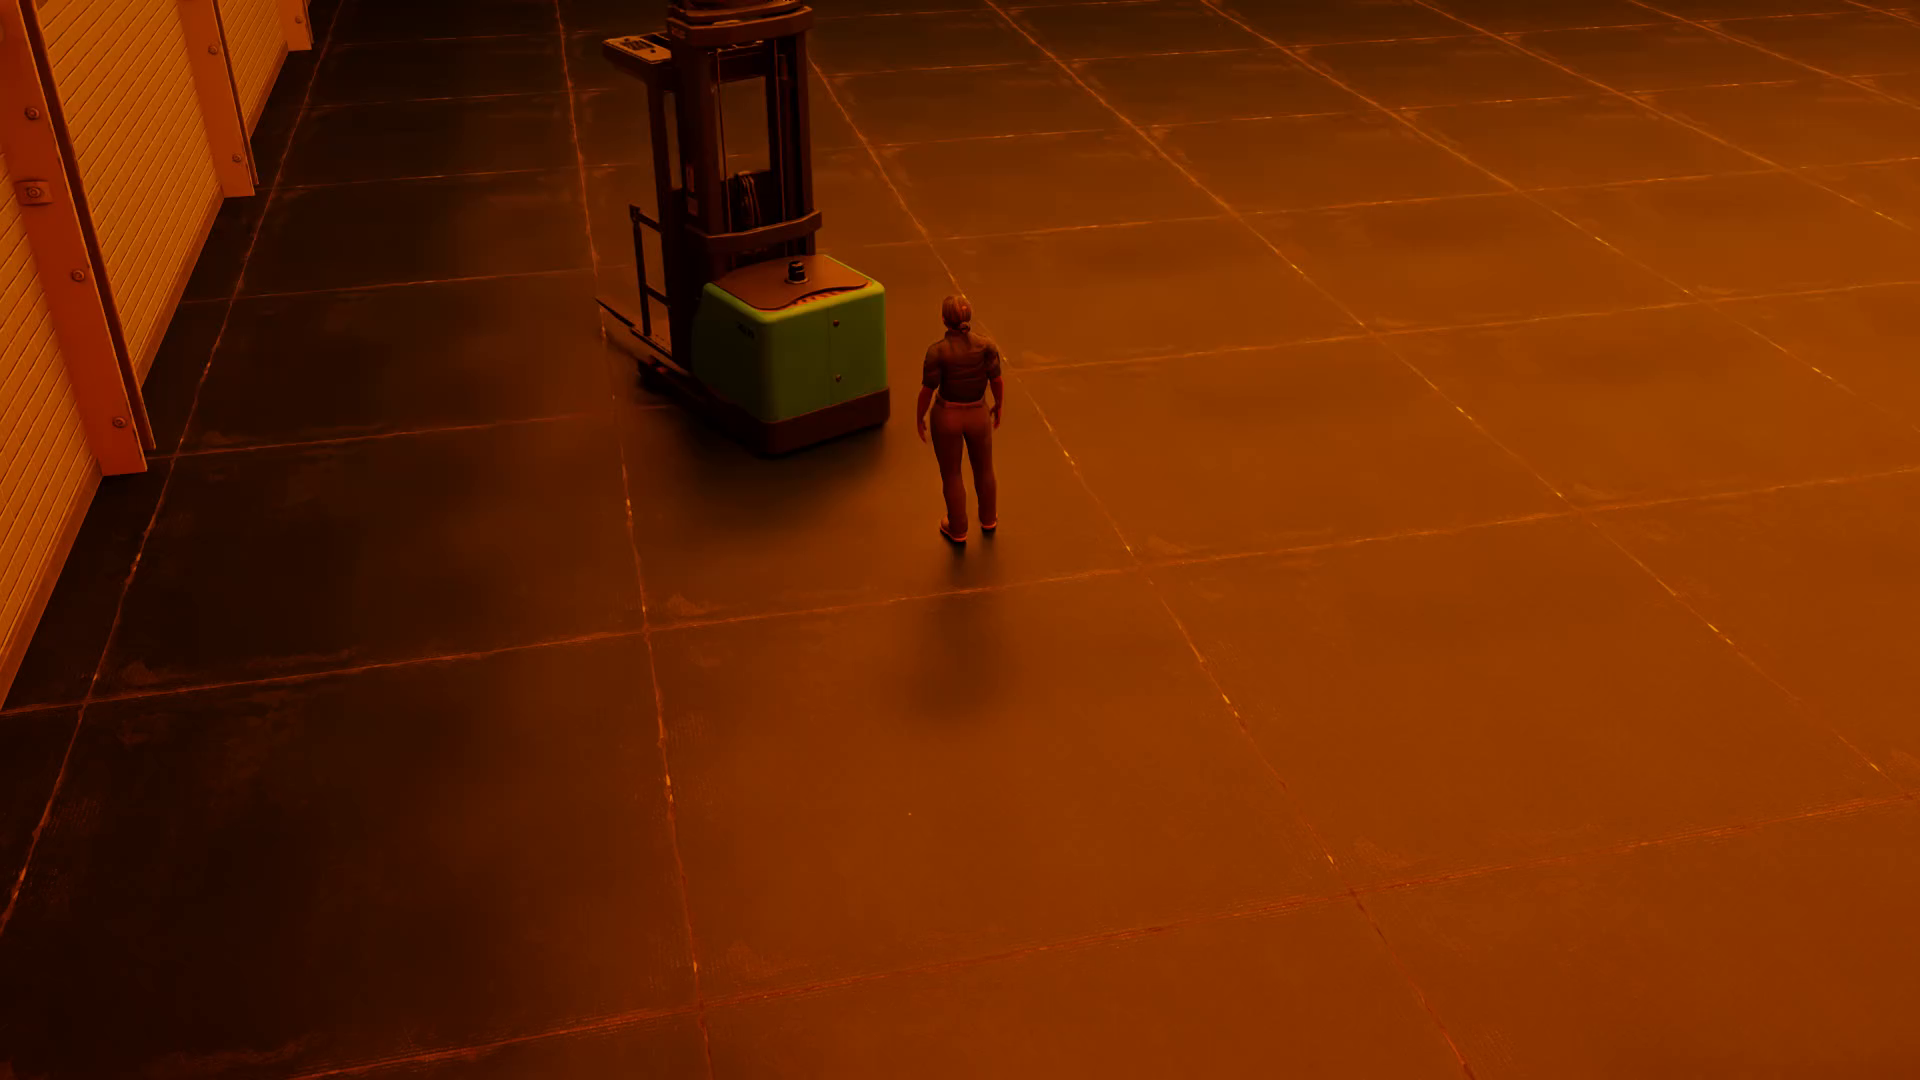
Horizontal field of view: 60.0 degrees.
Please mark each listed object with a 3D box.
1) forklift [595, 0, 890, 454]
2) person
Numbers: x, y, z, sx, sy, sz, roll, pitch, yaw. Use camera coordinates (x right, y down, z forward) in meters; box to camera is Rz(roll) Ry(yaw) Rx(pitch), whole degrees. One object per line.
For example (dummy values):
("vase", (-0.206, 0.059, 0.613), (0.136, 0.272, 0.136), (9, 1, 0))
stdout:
("forklift", (-1.780, -2.534, 11.952), (1.130, 2.935, 3.031), (-20, 36, -31))
("person", (-0.001, -0.767, 10.160), (0.570, 1.654, 0.504), (-7, 31, -12))
